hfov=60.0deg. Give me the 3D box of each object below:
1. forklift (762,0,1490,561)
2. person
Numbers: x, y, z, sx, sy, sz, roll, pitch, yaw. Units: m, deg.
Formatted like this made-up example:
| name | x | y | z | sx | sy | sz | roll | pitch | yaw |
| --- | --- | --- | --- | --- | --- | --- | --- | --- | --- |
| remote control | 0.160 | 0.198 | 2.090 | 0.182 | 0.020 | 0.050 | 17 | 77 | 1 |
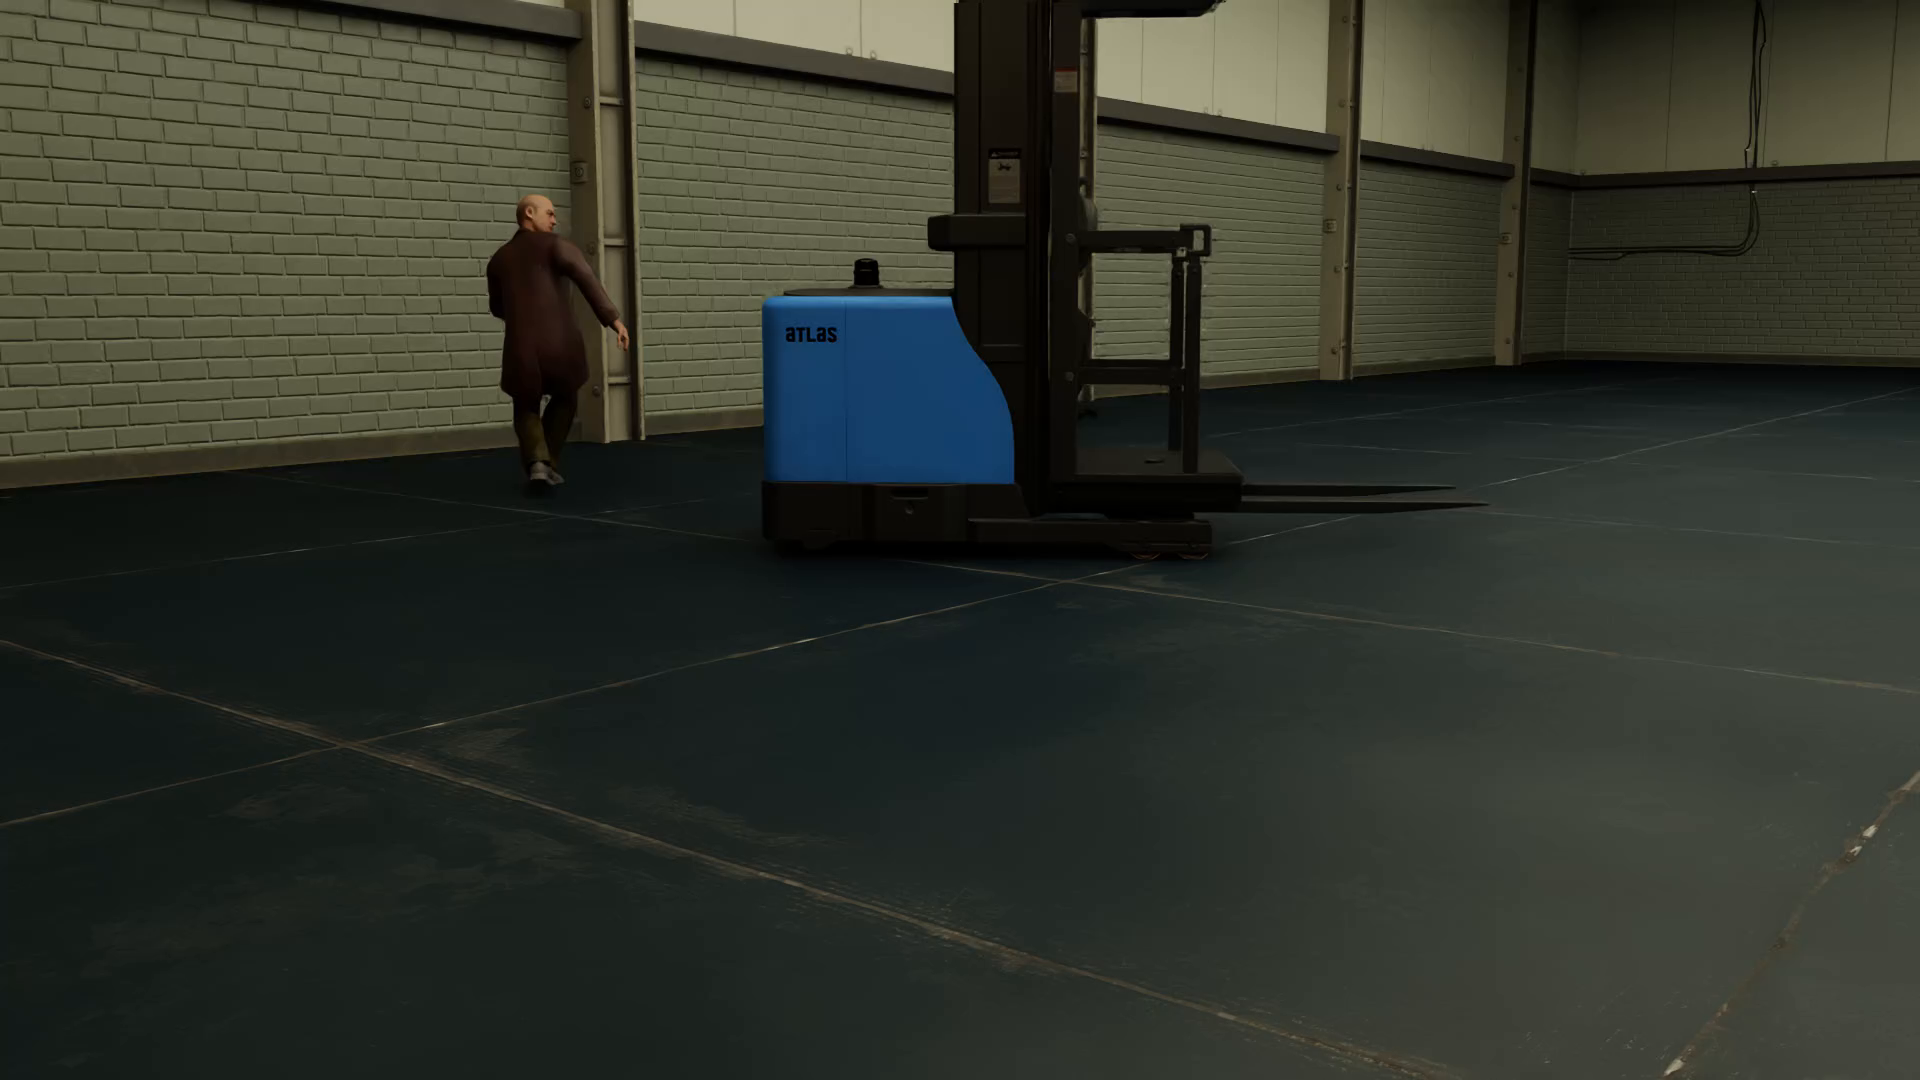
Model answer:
| name | x | y | z | sx | sy | sz | roll | pitch | yaw |
| --- | --- | --- | --- | --- | --- | --- | --- | --- | --- |
| forklift | 0.708 | -1.442 | 7.138 | 3.031 | 2.935 | 1.130 | 1 | 8 | 4 |
| person | -2.230 | -1.091 | 9.309 | 0.884 | 1.649 | 0.897 | 1 | 8 | 4 |
